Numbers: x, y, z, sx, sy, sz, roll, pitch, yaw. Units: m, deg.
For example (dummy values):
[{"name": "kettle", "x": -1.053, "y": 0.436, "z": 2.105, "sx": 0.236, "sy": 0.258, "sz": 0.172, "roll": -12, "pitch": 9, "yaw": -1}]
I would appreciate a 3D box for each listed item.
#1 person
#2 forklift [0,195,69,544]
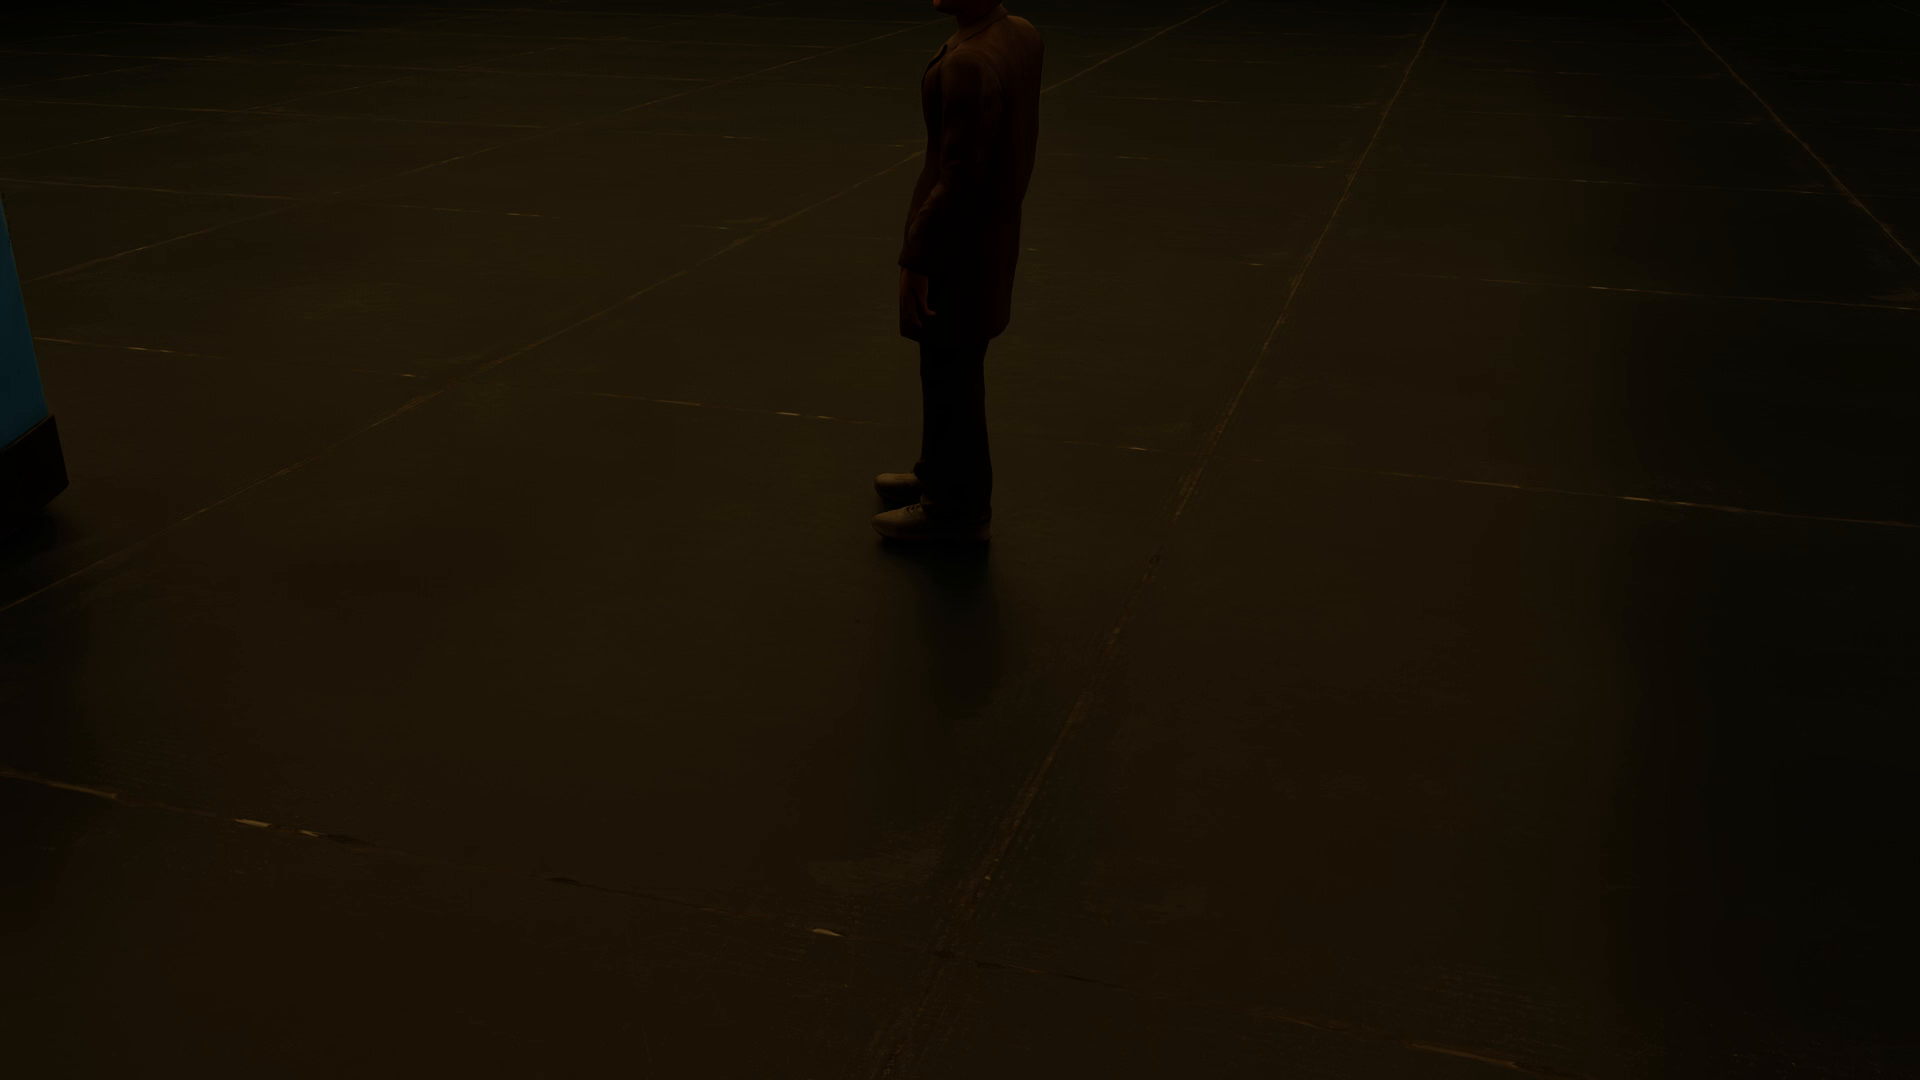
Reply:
[{"name": "person", "x": -0.085, "y": -0.841, "z": 4.808, "sx": 0.582, "sy": 1.776, "sz": 0.696, "roll": 7, "pitch": 23, "yaw": 16}, {"name": "forklift", "x": -4.343, "y": -1.249, "z": 4.305, "sx": 3.031, "sy": 2.935, "sz": 1.130, "roll": -2, "pitch": 23, "yaw": -4}]
